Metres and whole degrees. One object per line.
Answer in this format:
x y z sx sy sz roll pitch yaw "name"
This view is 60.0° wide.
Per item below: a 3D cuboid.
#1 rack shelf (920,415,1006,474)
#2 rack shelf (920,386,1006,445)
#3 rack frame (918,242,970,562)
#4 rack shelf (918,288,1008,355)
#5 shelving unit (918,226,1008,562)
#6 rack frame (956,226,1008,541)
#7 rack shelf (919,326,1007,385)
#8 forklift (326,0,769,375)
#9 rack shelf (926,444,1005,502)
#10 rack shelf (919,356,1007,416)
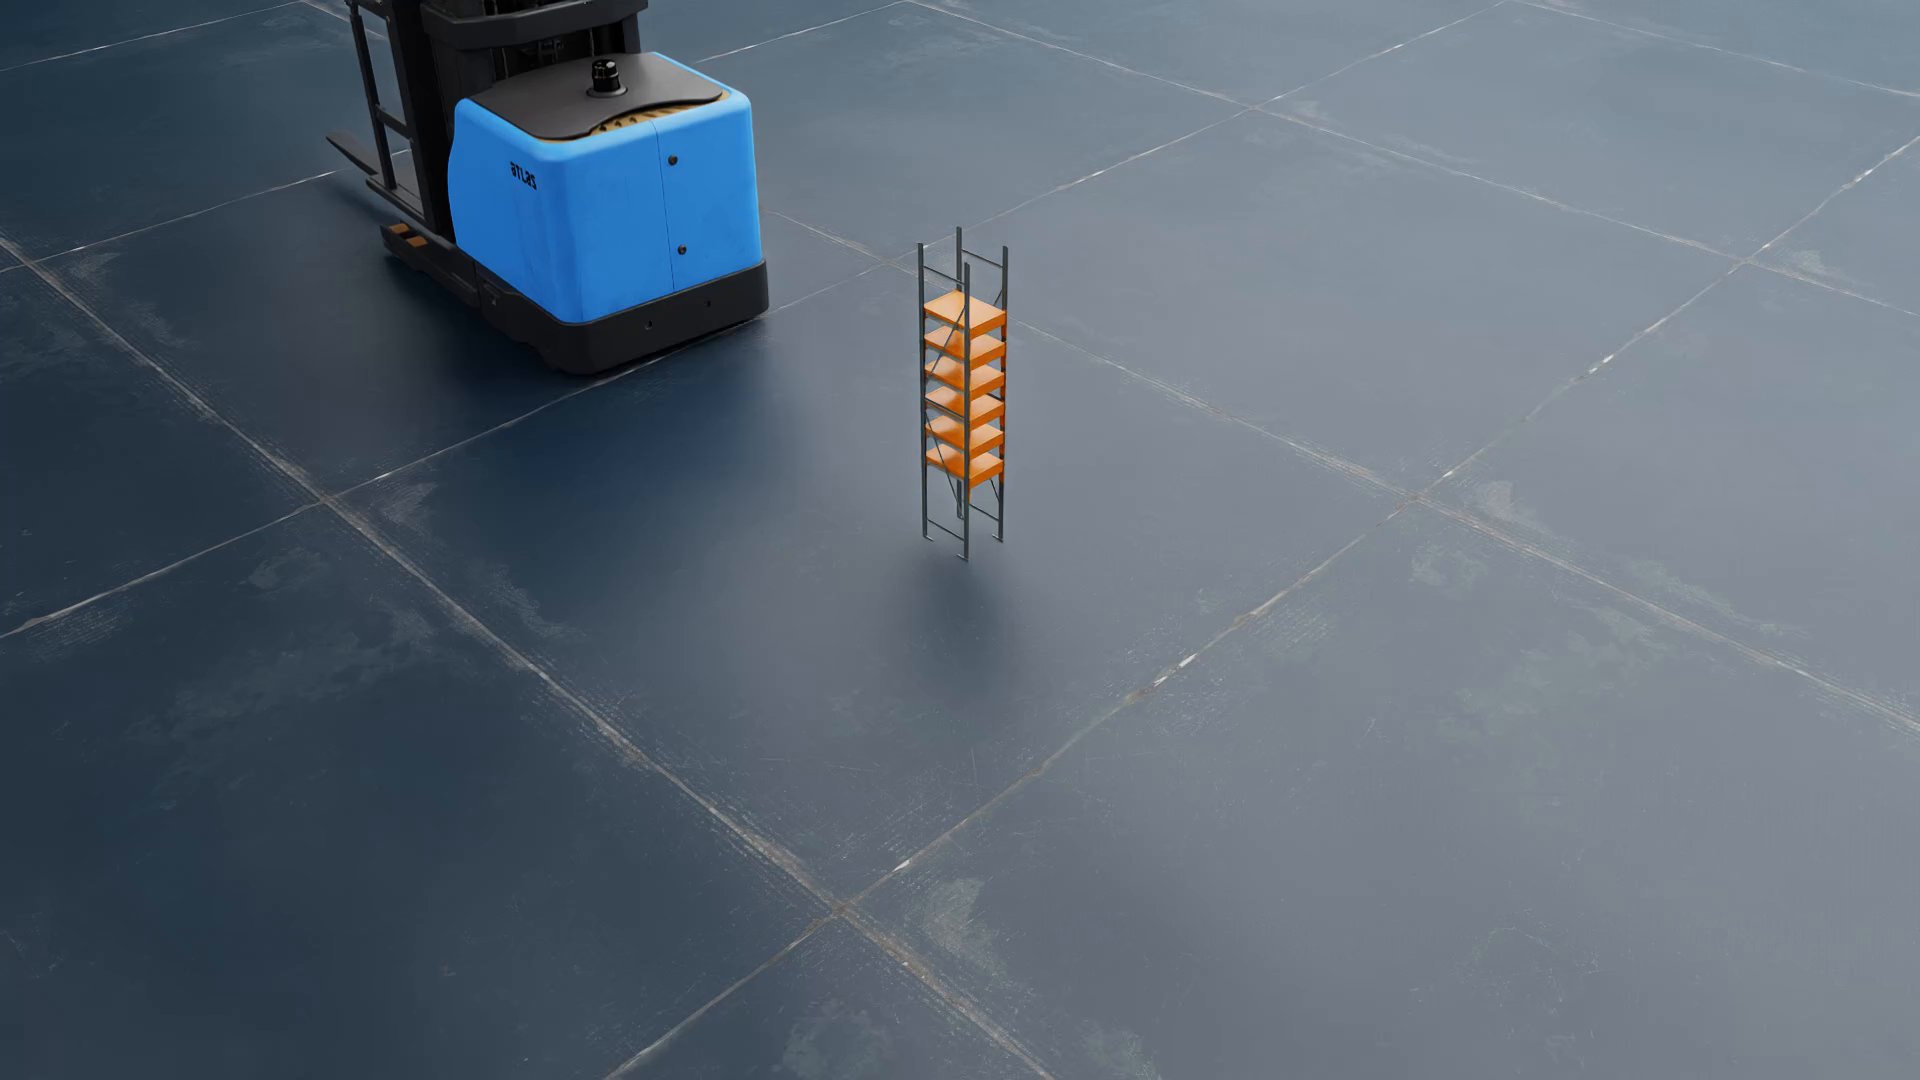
0.010 -0.363 6.009 0.258 0.103 0.180 30 45 35 "rack shelf"
0.010 -0.462 5.941 0.258 0.103 0.180 30 45 35 "rack shelf"
-0.054 -0.461 5.862 0.240 1.200 0.006 30 45 35 "rack frame"
0.010 -0.757 5.735 0.258 0.103 0.180 30 45 35 "rack shelf"
0.010 -0.498 5.915 0.258 1.200 0.189 30 45 35 "shelving unit"
0.075 -0.535 5.968 0.240 1.200 0.006 30 45 35 "rack frame"
0.010 -0.658 5.803 0.258 0.103 0.180 30 45 35 "rack shelf"
-2.212 -2.683 7.535 1.130 2.935 3.031 -26 42 -32 "forklift"
0.010 -0.265 6.078 0.258 0.103 0.180 30 45 35 "rack shelf"
0.010 -0.560 5.872 0.258 0.103 0.180 30 45 35 "rack shelf"
